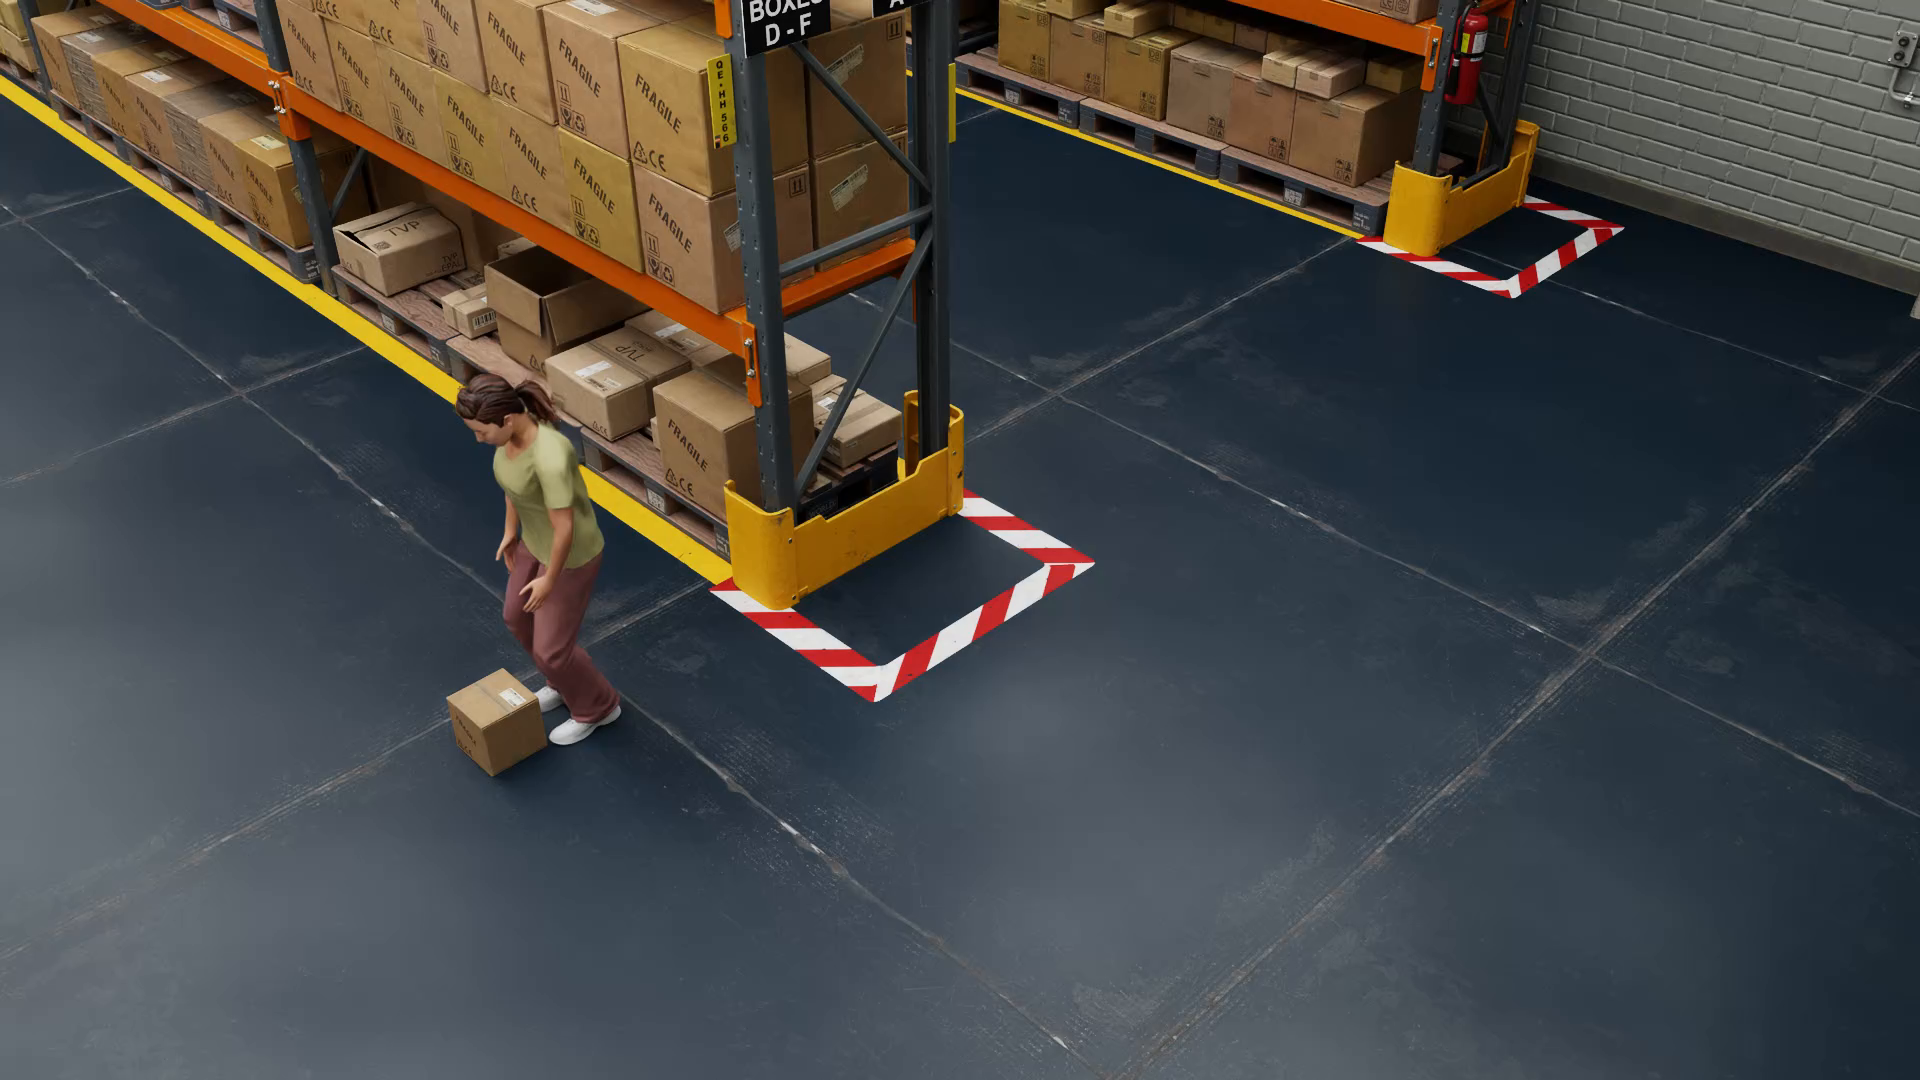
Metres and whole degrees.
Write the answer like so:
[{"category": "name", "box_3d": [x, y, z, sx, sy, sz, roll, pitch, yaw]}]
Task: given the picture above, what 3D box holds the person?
[{"category": "person", "box_3d": [-1.526, 0.062, 6.131, 0.426, 1.604, 0.478, -23, 41, -28]}]
